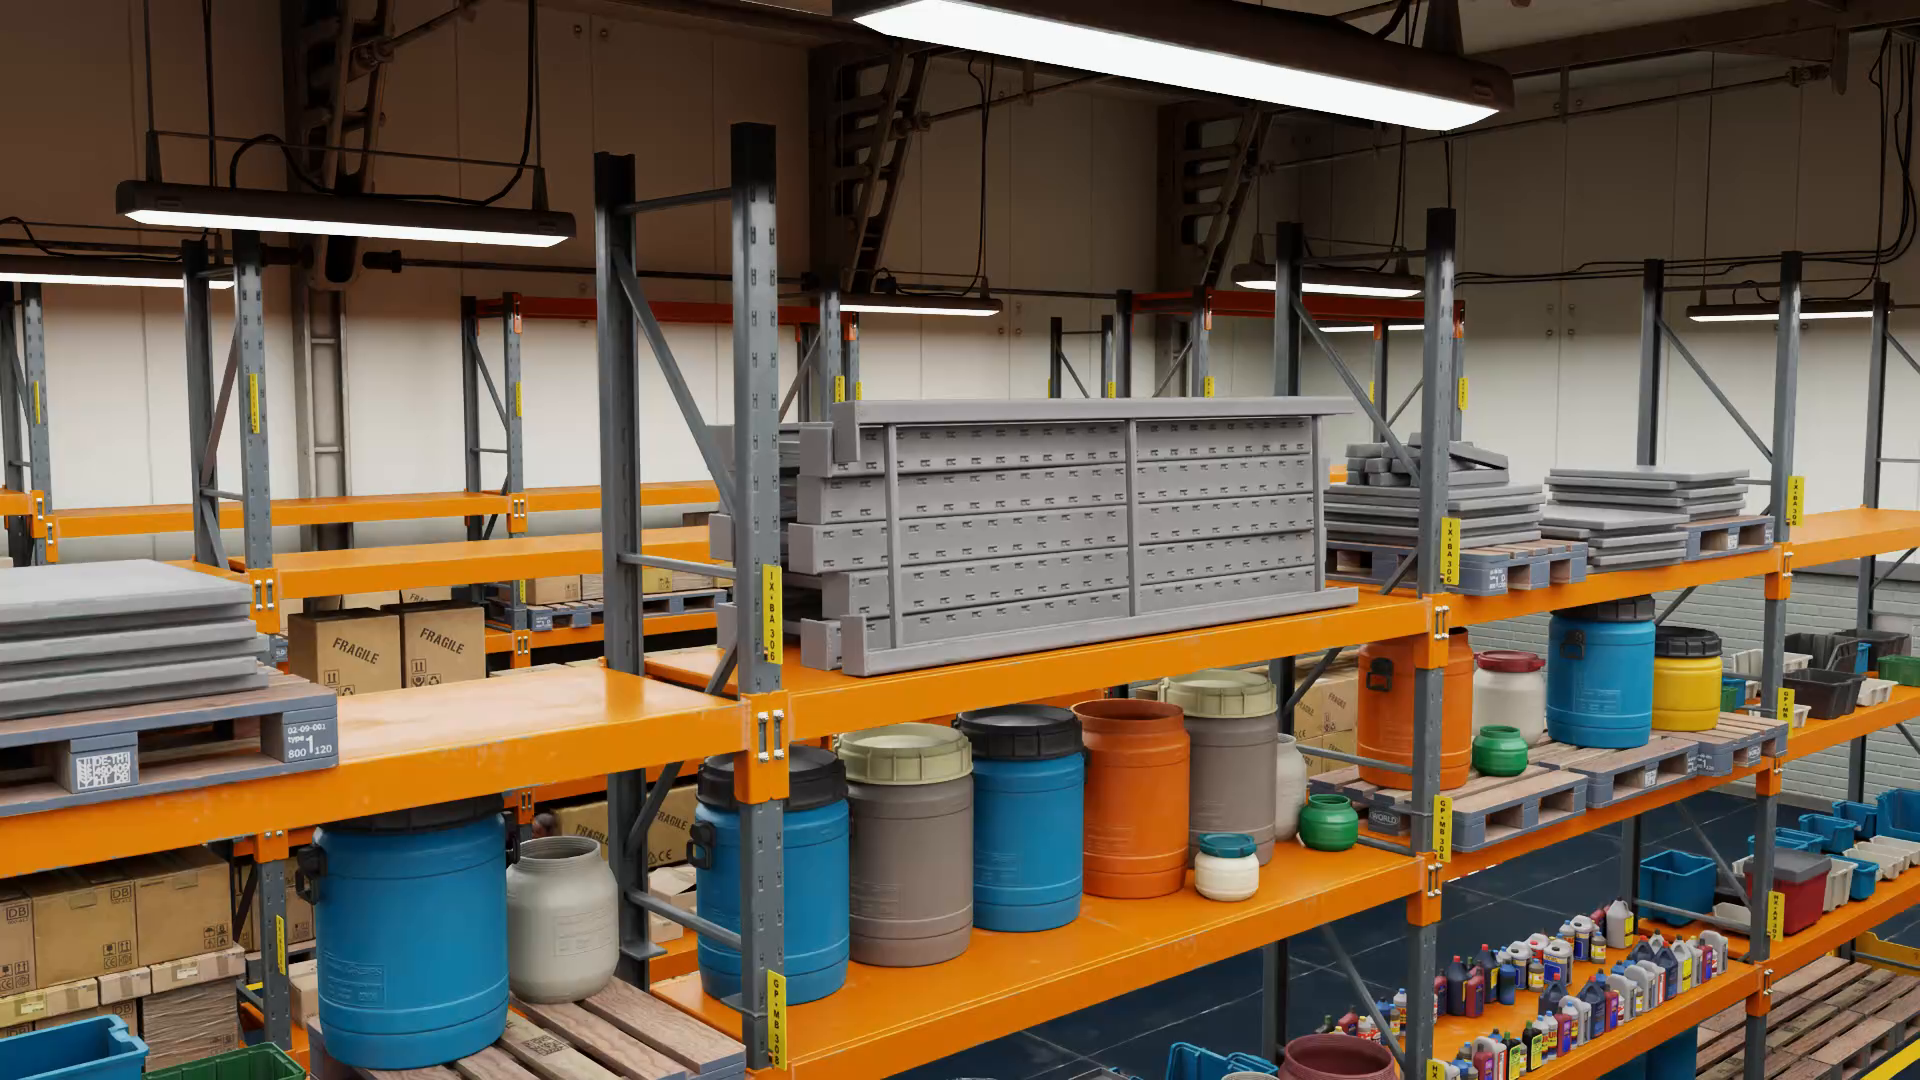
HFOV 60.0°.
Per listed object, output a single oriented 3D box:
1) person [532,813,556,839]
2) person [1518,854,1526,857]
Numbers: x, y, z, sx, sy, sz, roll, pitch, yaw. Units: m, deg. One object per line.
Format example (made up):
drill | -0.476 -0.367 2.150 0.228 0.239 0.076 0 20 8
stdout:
person | -3.418 3.047 13.869 0.760 1.597 0.572 -4 7 -38
person | 5.934 2.671 18.129 0.601 1.566 0.604 -3 6 -25
